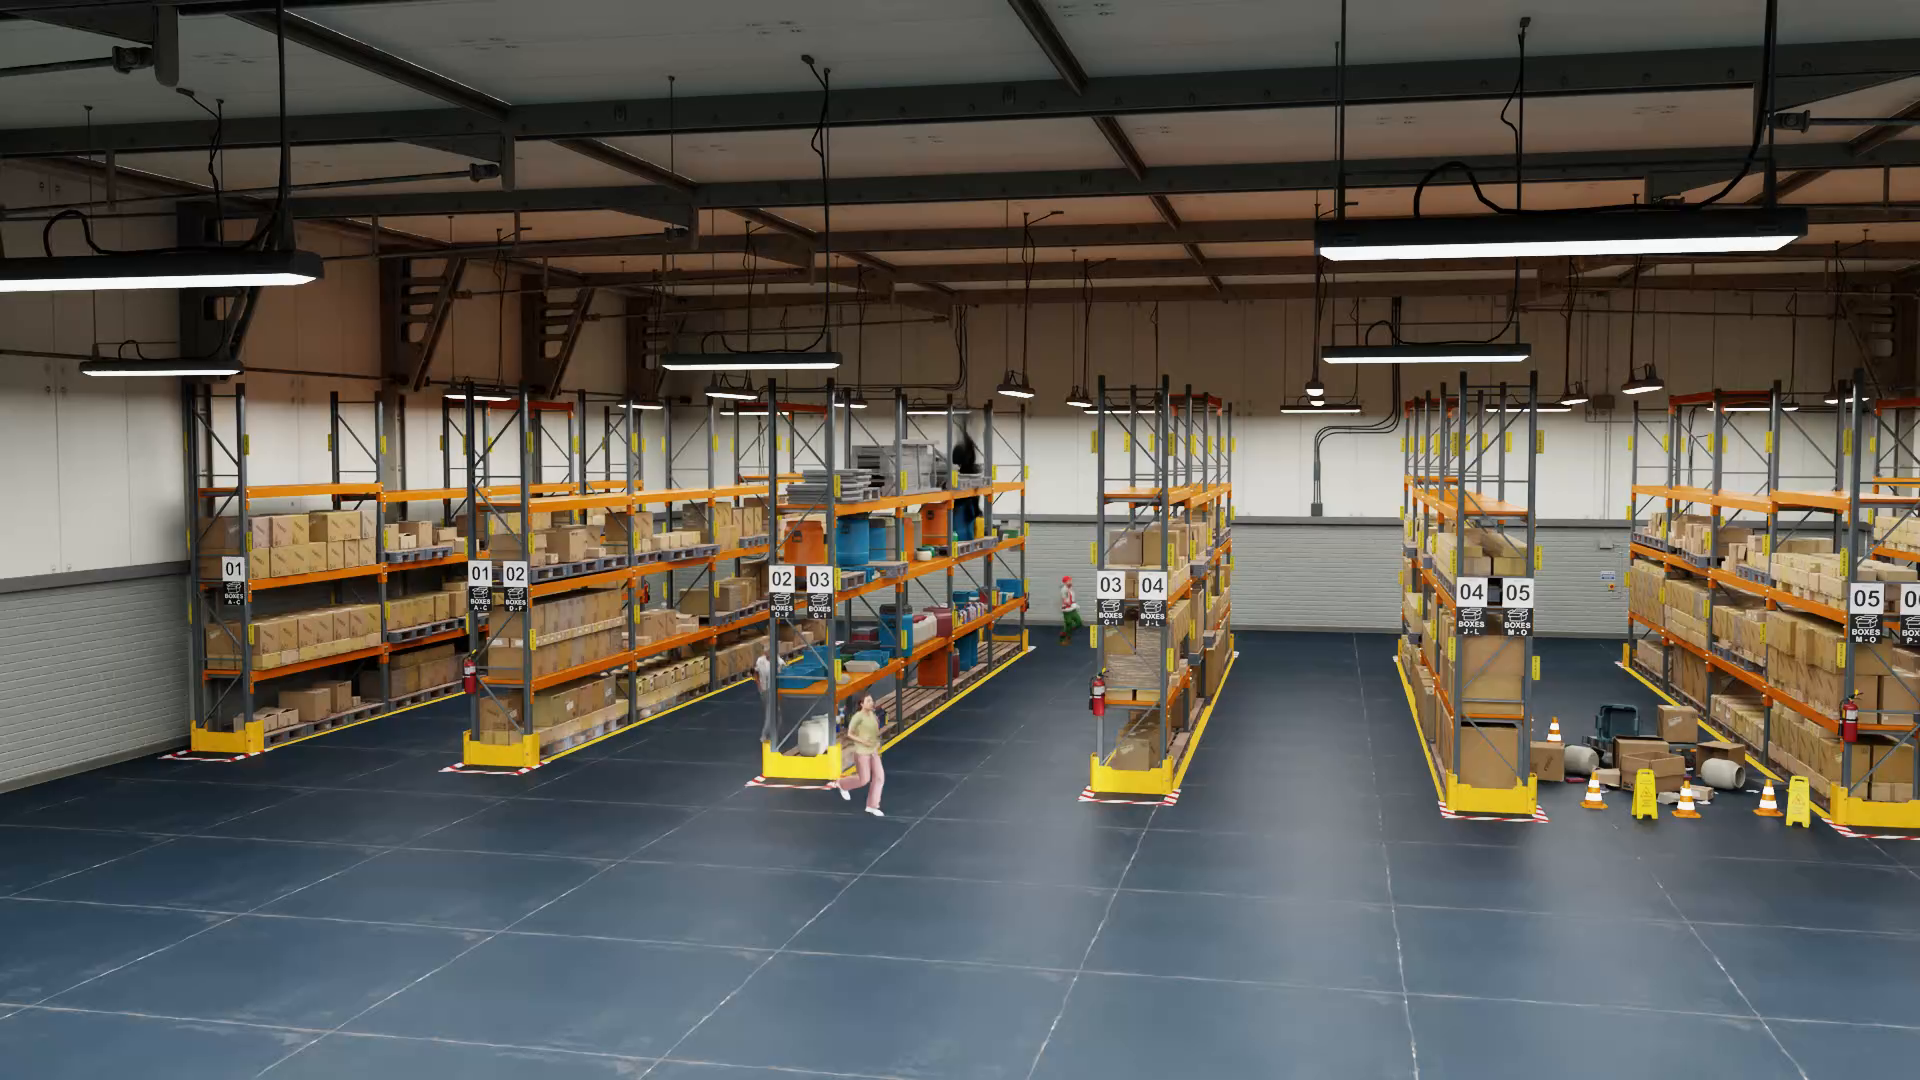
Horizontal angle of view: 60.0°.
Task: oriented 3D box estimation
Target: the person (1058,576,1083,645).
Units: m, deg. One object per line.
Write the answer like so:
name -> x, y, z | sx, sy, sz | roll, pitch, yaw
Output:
person -> 2.745, 1.751, 41.468 | 0.610, 1.738, 0.673 | 1, 4, 22

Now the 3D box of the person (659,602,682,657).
person -> -6.390, 2.139, 36.691 | 0.641, 1.627, 1.019 | 1, 3, 15

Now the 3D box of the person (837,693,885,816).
person -> -1.330, 2.904, 22.674 | 0.797, 1.666, 0.589 | 3, 4, 38

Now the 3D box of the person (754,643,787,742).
person -> -3.215, 2.568, 28.445 | 0.575, 1.685, 1.006 | 1, 3, 14
